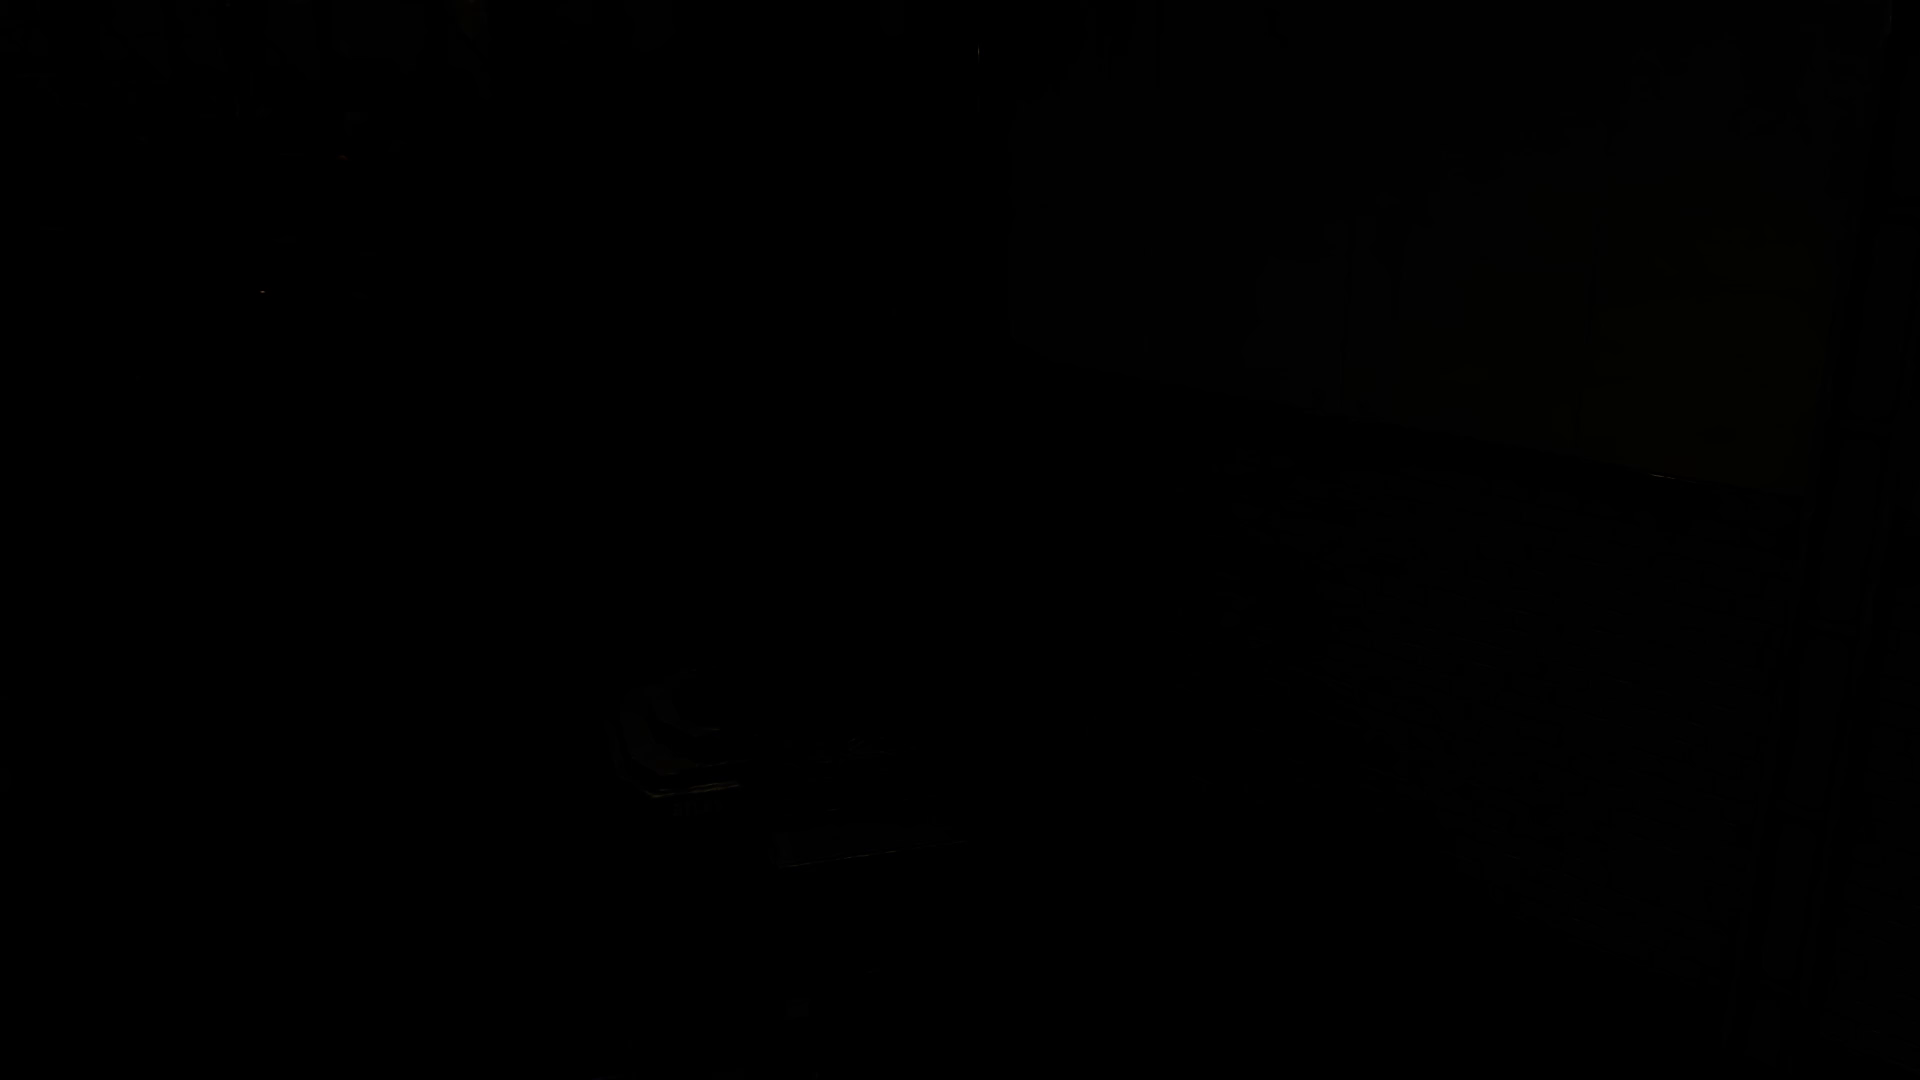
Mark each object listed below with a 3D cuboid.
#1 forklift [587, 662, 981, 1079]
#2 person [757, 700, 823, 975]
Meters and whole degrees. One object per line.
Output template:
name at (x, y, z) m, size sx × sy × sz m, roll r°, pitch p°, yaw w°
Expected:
forklift at (0.553, -1.462, 3.661) m, size 3.031 × 2.935 × 1.130 m, roll -5°, pitch 18°, yaw -17°
person at (0.060, -1.709, 6.632) m, size 0.340 × 1.660 × 0.453 m, roll -3°, pitch 17°, yaw -8°
